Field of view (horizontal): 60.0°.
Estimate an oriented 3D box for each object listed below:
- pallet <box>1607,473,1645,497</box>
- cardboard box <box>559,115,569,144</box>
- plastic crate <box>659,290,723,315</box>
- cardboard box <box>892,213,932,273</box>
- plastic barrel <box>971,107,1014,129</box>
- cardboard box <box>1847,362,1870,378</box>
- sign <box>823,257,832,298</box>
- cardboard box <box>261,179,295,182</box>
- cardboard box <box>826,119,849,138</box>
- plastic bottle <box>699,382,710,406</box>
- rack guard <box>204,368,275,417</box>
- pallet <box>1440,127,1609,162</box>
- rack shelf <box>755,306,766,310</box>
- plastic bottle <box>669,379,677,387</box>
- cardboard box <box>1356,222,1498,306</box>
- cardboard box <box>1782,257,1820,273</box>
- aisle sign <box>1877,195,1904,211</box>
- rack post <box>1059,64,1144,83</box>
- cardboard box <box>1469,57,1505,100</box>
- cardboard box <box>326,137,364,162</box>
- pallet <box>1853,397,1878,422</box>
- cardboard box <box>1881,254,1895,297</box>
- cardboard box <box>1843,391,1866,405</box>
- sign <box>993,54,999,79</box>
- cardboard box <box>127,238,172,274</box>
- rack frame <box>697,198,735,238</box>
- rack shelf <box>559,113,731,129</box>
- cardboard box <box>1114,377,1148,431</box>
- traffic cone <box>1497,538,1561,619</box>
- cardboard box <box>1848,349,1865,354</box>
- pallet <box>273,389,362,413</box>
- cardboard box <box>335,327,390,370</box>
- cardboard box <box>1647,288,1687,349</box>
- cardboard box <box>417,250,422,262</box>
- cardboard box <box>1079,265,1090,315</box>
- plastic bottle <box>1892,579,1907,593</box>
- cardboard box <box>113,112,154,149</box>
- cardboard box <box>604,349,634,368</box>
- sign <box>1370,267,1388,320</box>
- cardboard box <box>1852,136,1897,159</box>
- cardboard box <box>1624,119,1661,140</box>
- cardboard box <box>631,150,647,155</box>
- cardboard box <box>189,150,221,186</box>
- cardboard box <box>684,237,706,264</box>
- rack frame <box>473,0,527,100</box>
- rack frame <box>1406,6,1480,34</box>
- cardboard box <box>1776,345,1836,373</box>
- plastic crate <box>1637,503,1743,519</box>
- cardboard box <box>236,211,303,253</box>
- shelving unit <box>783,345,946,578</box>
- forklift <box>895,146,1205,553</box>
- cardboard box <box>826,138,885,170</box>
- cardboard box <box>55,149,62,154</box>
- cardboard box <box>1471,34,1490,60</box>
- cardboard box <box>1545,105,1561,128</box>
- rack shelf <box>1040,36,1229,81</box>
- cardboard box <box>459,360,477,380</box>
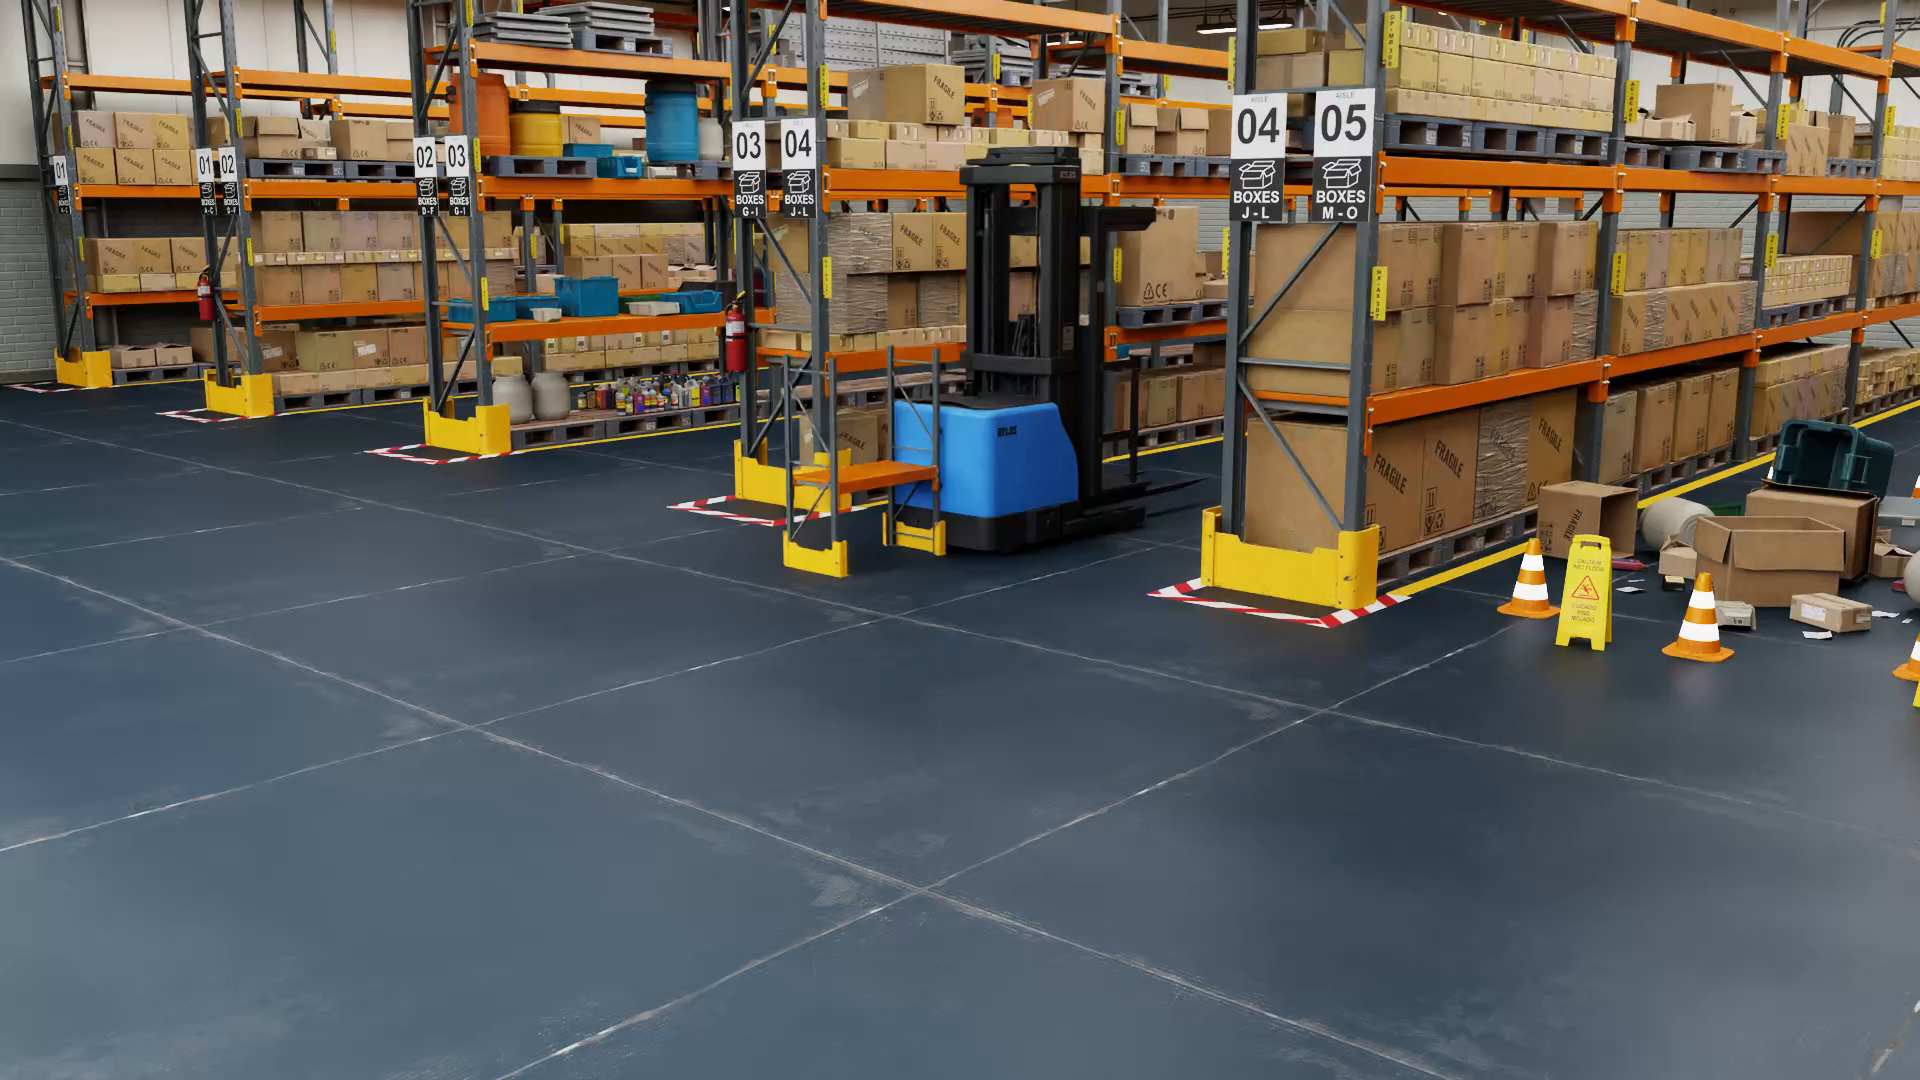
[{"bbox_3d":[5.260,-0.472,14.536,1.003,0.211,1.213,10,15,40],"label":"pallet"},{"bbox_3d":[-5.854,-5.711,23.381,0.500,0.500,0.500,10,15,41],"label":"cardboard box"},{"bbox_3d":[-3.099,-2.742,19.161,0.499,0.251,0.616,10,15,40],"label":"plastic crate"},{"bbox_3d":[-0.589,-2.588,14.440,0.500,0.500,0.500,10,15,40],"label":"cardboard box"},{"bbox_3d":[0.445,-5.572,23.123,0.600,0.830,0.708,10,15,40],"label":"plastic barrel"},{"bbox_3d":[10.698,-2.050,20.003,0.380,0.149,0.250,11,16,43],"label":"cardboard box"},{"bbox_3d":[-1.084,-2.138,13.549,0.100,0.325,0.005,10,15,40],"label":"sign"},{"bbox_3d":[-10.505,-5.644,25.348,0.500,0.500,0.500,8,14,36],"label":"cardboard box"},{"bbox_3d":[-1.137,-3.387,13.720,0.380,0.149,0.250,10,15,40],"label":"cardboard box"},{"bbox_3d":[-2.984,-1.707,19.411,0.133,0.283,0.061,-11,16,-44],"label":"plastic bottle"},{"bbox_3d":[-8.947,-1.836,20.627,1.175,0.500,0.348,10,15,40],"label":"rack guard"},{"bbox_3d":[4.260,-3.025,12.765,1.003,0.211,1.213,10,15,40],"label":"pallet"},{"bbox_3d":[-1.252,-2.954,21.681,1.077,0.370,4.000,10,15,40],"label":"rack shelf"},{"bbox_3d":[-3.422,-1.789,19.850,0.097,0.271,0.097,0,11,0],"label":"plastic bottle"},{"bbox_3d":[3.207,-1.938,11.617,0.875,0.550,0.550,10,15,40],"label":"cardboard box"},{"bbox_3d":[9.109,-2.992,18.082,0.380,0.149,0.250,9,14,38],"label":"cardboard box"},{"bbox_3d":[12.552,-4.806,22.479,0.394,0.787,0.004,10,15,40],"label":"aisle sign"},{"bbox_3d":[2.129,-6.975,24.850,0.937,0.300,0.954,9,15,39],"label":"rack post"},{"bbox_3d":[3.345,-3.113,11.276,0.500,0.250,0.500,10,15,40],"label":"cardboard box"},{"bbox_3d":[-8.002,-5.052,21.489,0.500,0.311,0.500,-10,15,-41],"label":"cardboard box"},{"bbox_3d":[10.505,-1.629,20.330,1.003,0.211,1.213,10,15,40],"label":"pallet"},{"bbox_3d":[10.926,-3.202,20.071,0.500,0.500,0.500,10,15,40],"label":"cardboard box"},{"bbox_3d":[10.570,-1.713,19.837,0.380,0.149,0.250,9,14,38],"label":"cardboard box"},{"bbox_3d":[0.486,-6.315,22.177,0.100,0.325,0.005,10,15,40],"label":"sign"},{"bbox_3d":[-11.780,-4.112,24.058,0.500,0.500,0.500,10,15,41],"label":"cardboard box"},{"bbox_3d":[-4.733,-5.471,32.443,1.000,3.000,0.127,10,15,40],"label":"rack frame"},{"bbox_3d":[-6.053,-7.569,30.492,1.077,0.370,4.000,10,15,40],"label":"rack shelf"},{"bbox_3d":[1.570,-1.450,17.571,0.700,0.500,0.500,8,14,36],"label":"cardboard box"},{"bbox_3d":[3.584,0.222,10.420,0.336,0.463,0.334,10,15,40],"label":"traffic cone"},{"bbox_3d":[11.672,-2.425,21.879,0.380,0.149,0.250,9,14,38],"label":"cardboard box"},{"bbox_3d":[-8.457,-1.816,21.263,1.003,0.211,1.213,10,15,40],"label":"pallet"},{"bbox_3d":[-7.761,-2.490,21.552,0.500,0.500,0.500,10,15,40],"label":"cardboard box"},{"bbox_3d":[6.022,-1.956,14.588,0.500,0.500,0.500,10,15,40],"label":"cardboard box"},{"bbox_3d":[-7.148,-3.767,22.000,0.380,0.149,0.250,10,15,42],"label":"cardboard box"},{"bbox_3d":[0.805,-2.509,16.601,0.875,0.500,0.500,10,15,40],"label":"cardboard box"},{"bbox_3d":[6.332,0.297,11.067,0.283,0.061,0.133,-9,14,-38],"label":"plastic bottle"},{"bbox_3d":[-11.849,-5.818,23.664,0.500,0.500,0.500,10,15,40],"label":"cardboard box"},{"bbox_3d":[-5.160,-2.690,24.470,0.500,0.250,0.500,9,15,39],"label":"cardboard box"},{"bbox_3d":[2.580,-1.519,10.243,0.100,0.325,0.005,10,15,40],"label":"sign"},{"bbox_3d":[10.586,-4.576,19.410,0.500,0.250,0.500,10,15,42],"label":"cardboard box"},{"bbox_3d":[5.678,-3.440,13.929,0.250,0.149,0.380,10,15,40],"label":"cardboard box"},{"bbox_3d":[-6.094,-6.936,30.740,0.700,0.500,0.500,10,15,40],"label":"cardboard box"},{"bbox_3d":[-11.187,-5.485,24.549,0.500,0.500,0.500,11,16,44],"label":"cardboard box"},{"bbox_3d":[-5.178,-5.499,31.517,0.500,0.500,0.500,10,15,41],"label":"cardboard box"},{"bbox_3d":[-6.290,-6.596,22.759,1.000,3.000,0.127,10,15,40],"label":"rack frame"},{"bbox_3d":[6.429,-6.491,22.236,1.000,3.000,0.127,10,15,40],"label":"rack frame"},{"bbox_3d":[9.437,-2.025,18.587,0.500,0.250,0.500,11,16,43],"label":"cardboard box"},{"bbox_3d":[5.677,-0.171,12.940,0.662,0.188,0.450,-4,2,-18],"label":"plastic crate"},{"bbox_3d":[-8.578,-3.825,20.638,0.700,0.500,0.500,10,15,41],"label":"cardboard box"},{"bbox_3d":[-0.676,-0.590,11.838,0.587,1.500,1.083,10,15,41],"label":"shelving unit"},{"bbox_3d":[0.827,-1.569,13.084,1.130,2.935,3.031,10,15,41],"label":"forklift"},{"bbox_3d":[-0.980,-3.219,13.893,0.500,0.250,0.500,10,15,42],"label":"cardboard box"},{"bbox_3d":[-12.569,-5.329,23.770,0.500,0.500,0.500,-11,16,-43],"label":"cardboard box"},{"bbox_3d":[3.298,-3.279,11.089,0.380,0.149,0.250,9,15,39],"label":"cardboard box"},{"bbox_3d":[4.137,-3.075,12.102,0.380,0.149,0.250,10,15,41],"label":"cardboard box"},{"bbox_3d":[2.469,-5.060,17.926,1.077,0.370,4.000,10,15,40],"label":"rack shelf"},{"bbox_3d":[-6.770,-2.343,22.730,0.500,0.250,0.500,10,15,40],"label":"cardboard box"}]
